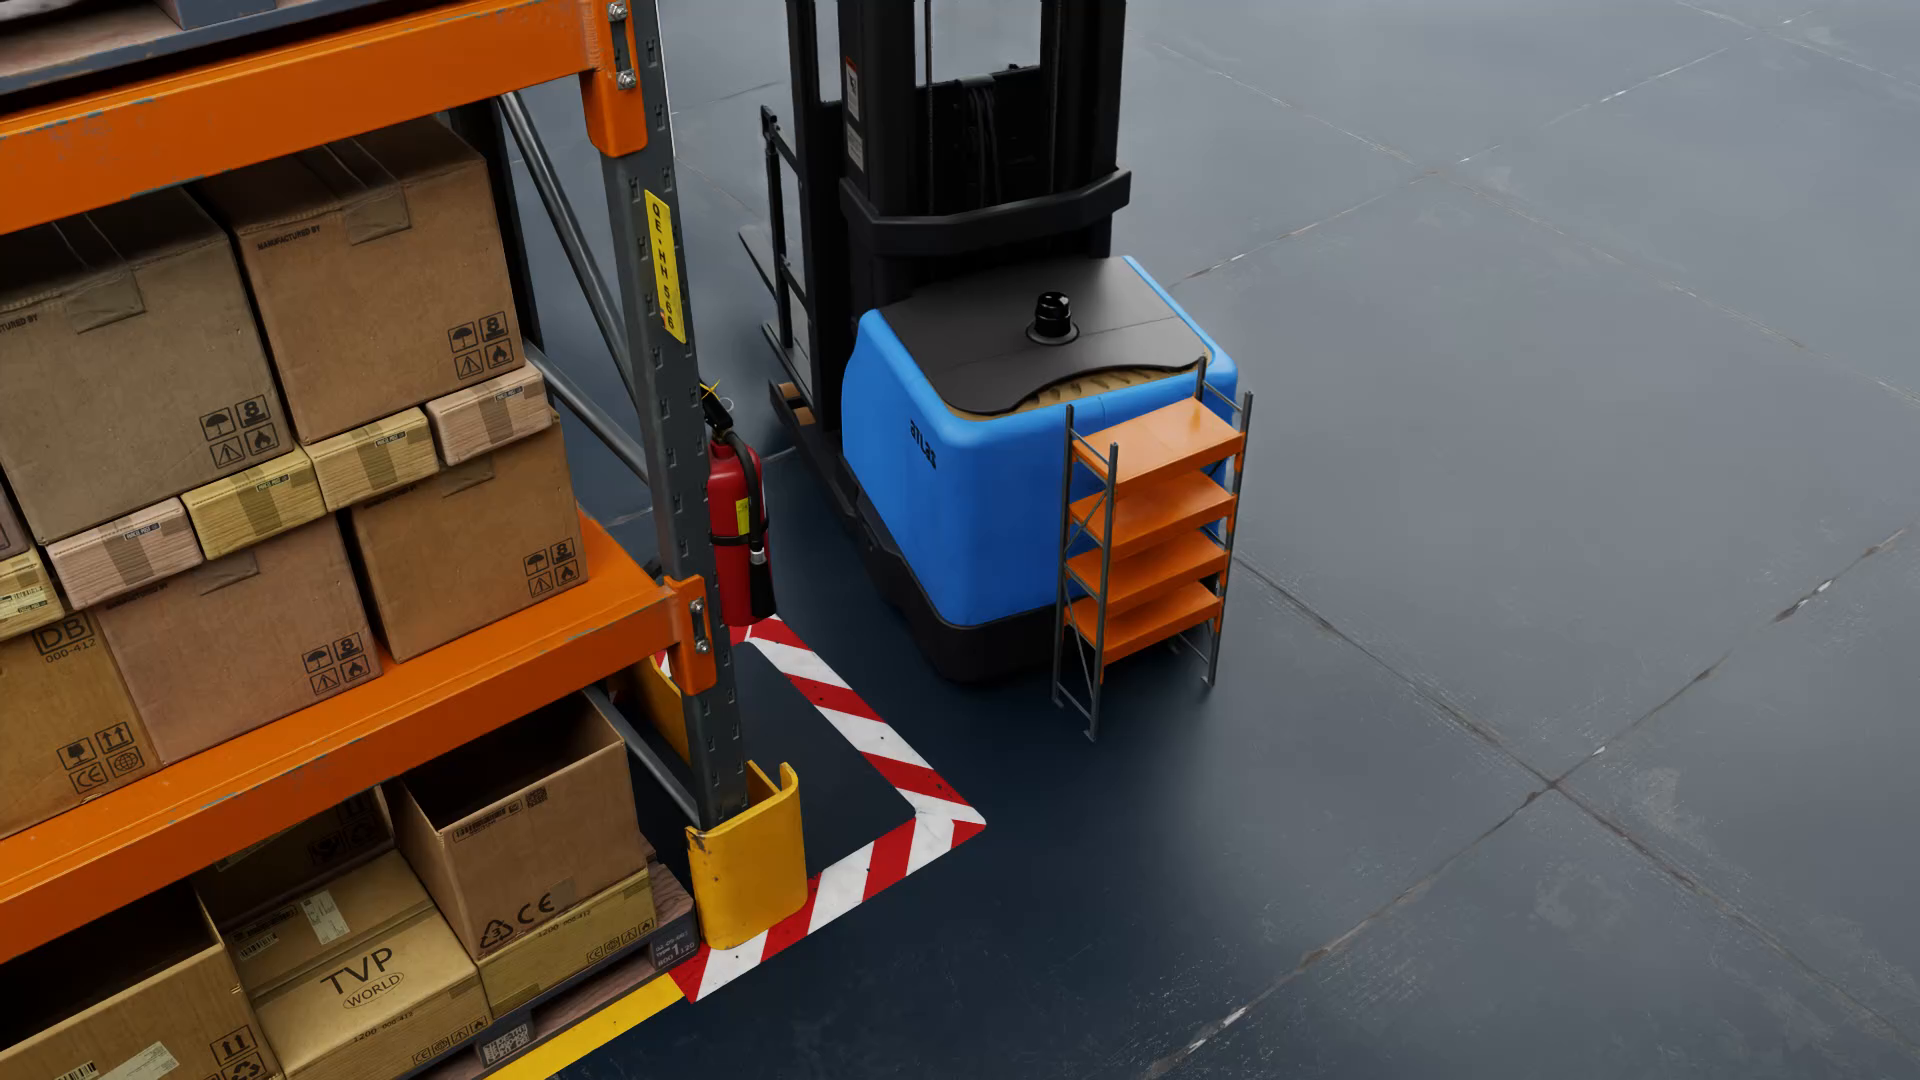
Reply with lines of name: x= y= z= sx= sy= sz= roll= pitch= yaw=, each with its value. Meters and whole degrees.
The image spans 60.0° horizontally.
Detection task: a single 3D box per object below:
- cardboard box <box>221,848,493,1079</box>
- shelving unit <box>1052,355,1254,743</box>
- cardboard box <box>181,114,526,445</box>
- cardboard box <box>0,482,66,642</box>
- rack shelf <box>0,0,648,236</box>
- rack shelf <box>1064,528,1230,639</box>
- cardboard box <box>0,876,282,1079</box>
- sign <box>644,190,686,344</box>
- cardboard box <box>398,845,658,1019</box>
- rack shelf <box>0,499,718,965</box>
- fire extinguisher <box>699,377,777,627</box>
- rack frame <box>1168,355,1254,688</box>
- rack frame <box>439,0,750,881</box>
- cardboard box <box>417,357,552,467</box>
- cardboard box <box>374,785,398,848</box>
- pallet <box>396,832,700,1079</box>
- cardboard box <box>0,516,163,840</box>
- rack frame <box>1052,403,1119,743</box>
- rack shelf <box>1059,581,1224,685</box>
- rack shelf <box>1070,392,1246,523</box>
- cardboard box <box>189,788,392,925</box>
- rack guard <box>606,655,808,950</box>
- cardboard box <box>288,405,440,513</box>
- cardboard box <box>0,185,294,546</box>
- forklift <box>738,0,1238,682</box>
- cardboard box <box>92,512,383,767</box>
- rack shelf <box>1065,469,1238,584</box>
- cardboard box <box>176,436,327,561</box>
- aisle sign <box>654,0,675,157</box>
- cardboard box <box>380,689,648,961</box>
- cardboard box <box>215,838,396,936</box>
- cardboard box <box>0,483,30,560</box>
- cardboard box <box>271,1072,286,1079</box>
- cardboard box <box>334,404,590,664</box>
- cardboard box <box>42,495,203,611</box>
cardboard box: x=-1.571 y=1.148 z=4.323 sx=0.500 sy=0.250 sz=0.500 roll=-26 pitch=46 yaw=-28
shelving unit: x=0.586 y=0.051 z=5.241 sx=0.503 sy=1.200 sz=0.258 roll=-21 pitch=44 yaw=-24
cardboard box: x=-1.357 y=-0.654 z=3.580 sx=0.500 sy=0.500 sz=0.700 roll=-26 pitch=46 yaw=-28
cardboard box: x=-1.942 y=0.045 z=3.240 sx=0.250 sy=0.149 sz=0.380 roll=-25 pitch=45 yaw=-27
rack shelf: x=-2.523 y=-0.417 z=2.595 sx=4.000 sy=0.370 sz=1.077 roll=-26 pitch=46 yaw=-28
rack shelf: x=0.586 y=0.104 z=5.284 sx=0.480 sy=0.148 sz=0.258 roll=-21 pitch=44 yaw=-24
cardboard box: x=-1.965 y=1.054 z=3.846 sx=0.500 sy=0.500 sz=0.500 roll=-26 pitch=46 yaw=-28
sign: x=-0.618 y=-0.569 z=3.479 sx=0.005 sy=0.325 sz=0.100 roll=-26 pitch=46 yaw=-28
cardboard box: x=-1.182 y=0.949 z=4.565 sx=0.500 sy=0.250 sz=0.500 roll=-26 pitch=46 yaw=-28
rack shelf: x=-2.523 y=0.743 z=3.546 sx=4.000 sy=0.370 sz=1.077 roll=-26 pitch=46 yaw=-28
fire extinguisher: x=-0.560 y=-0.090 z=4.056 sx=0.183 sy=0.674 sz=0.296 roll=-26 pitch=46 yaw=-28
rack frame: x=0.793 y=-0.030 z=5.340 sx=0.015 sy=1.200 sz=0.240 roll=-21 pitch=44 yaw=-24
rack frame: x=-0.937 y=-0.308 z=4.260 sx=0.127 sy=3.000 sz=1.000 roll=-26 pitch=46 yaw=-28
cardboard box: x=-1.124 y=-0.354 z=3.726 sx=0.250 sy=0.149 sz=0.380 roll=-27 pitch=46 yaw=-29
cardboard box: x=-1.498 y=0.688 z=4.883 sx=0.500 sy=0.250 sz=0.500 roll=-26 pitch=46 yaw=-28
pallet: x=-1.518 y=1.087 z=4.759 sx=1.213 sy=0.211 sz=1.003 roll=-26 pitch=46 yaw=-28
cardboard box: x=-2.126 y=0.222 z=3.536 sx=0.500 sy=0.500 sz=0.700 roll=-26 pitch=46 yaw=-28
rack frame: x=0.378 y=0.133 z=5.142 sx=0.015 sy=1.200 sz=0.240 roll=-21 pitch=44 yaw=-24
rack shelf: x=0.586 y=0.257 z=5.410 sx=0.480 sy=0.148 sz=0.258 roll=-21 pitch=44 yaw=-24
rack shelf: x=0.586 y=-0.252 z=4.992 sx=0.480 sy=0.148 sz=0.258 roll=-21 pitch=44 yaw=-24
cardboard box: x=-1.893 y=0.592 z=4.408 sx=0.500 sy=0.500 sz=0.500 roll=-26 pitch=46 yaw=-28
rack guard: x=-0.918 y=0.649 z=5.065 sx=0.348 sy=0.500 sz=1.175 roll=-26 pitch=46 yaw=-28
cardboard box: x=-1.331 y=-0.252 z=3.602 sx=0.250 sy=0.149 sz=0.380 roll=-25 pitch=45 yaw=-27
cardboard box: x=-1.771 y=-0.448 z=3.329 sx=0.500 sy=0.500 sz=0.700 roll=-27 pitch=47 yaw=-29
forklift: x=-0.131 y=-1.597 z=5.886 sx=1.130 sy=2.935 sz=3.031 roll=-15 pitch=42 yaw=-17
cardboard box: x=-1.729 y=0.033 z=3.766 sx=0.500 sy=0.500 sz=0.700 roll=-25 pitch=45 yaw=-27
rack shelf: x=0.586 y=-0.069 z=5.142 sx=0.480 sy=0.148 sz=0.258 roll=-21 pitch=44 yaw=-24
cardboard box: x=-1.533 y=-0.153 z=3.481 sx=0.250 sy=0.149 sz=0.380 roll=-27 pitch=46 yaw=-29
aisle sign: x=-0.706 y=-1.191 z=3.287 sx=0.004 sy=0.787 sz=0.394 roll=-26 pitch=46 yaw=-28
cardboard box: x=-1.181 y=0.660 z=4.326 sx=0.500 sy=0.500 sz=0.500 roll=-26 pitch=46 yaw=-28
cardboard box: x=-1.892 y=0.883 z=4.645 sx=0.500 sy=0.250 sz=0.500 roll=-26 pitch=46 yaw=-28
cardboard box: x=-2.170 y=-0.253 z=3.091 sx=0.500 sy=0.500 sz=0.700 roll=-26 pitch=46 yaw=-28
cardboard box: x=-1.967 y=1.342 z=4.086 sx=0.500 sy=0.250 sz=0.500 roll=-26 pitch=46 yaw=-28
cardboard box: x=-1.315 y=-0.173 z=4.017 sx=0.500 sy=0.500 sz=0.700 roll=-26 pitch=46 yaw=-28
cardboard box: x=-1.734 y=-0.057 z=3.364 sx=0.250 sy=0.149 sz=0.380 roll=-25 pitch=46 yaw=-28
